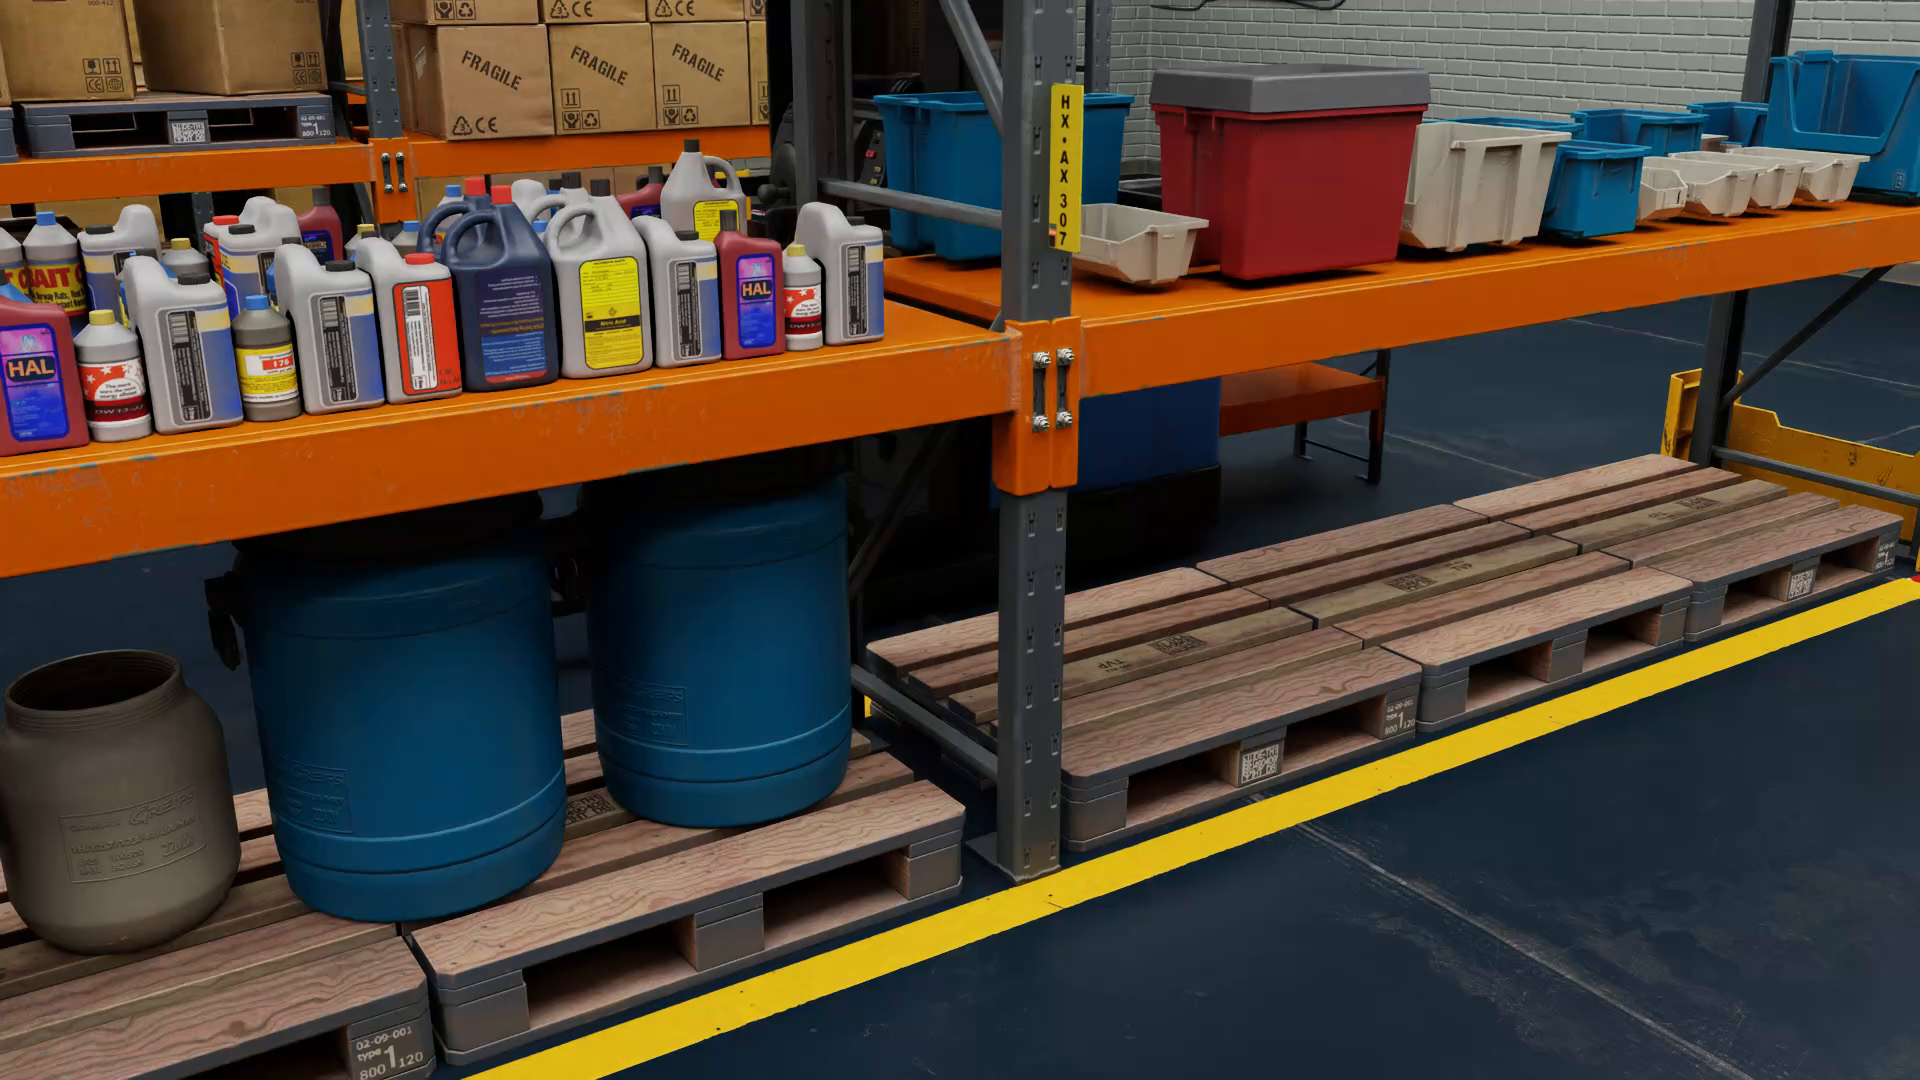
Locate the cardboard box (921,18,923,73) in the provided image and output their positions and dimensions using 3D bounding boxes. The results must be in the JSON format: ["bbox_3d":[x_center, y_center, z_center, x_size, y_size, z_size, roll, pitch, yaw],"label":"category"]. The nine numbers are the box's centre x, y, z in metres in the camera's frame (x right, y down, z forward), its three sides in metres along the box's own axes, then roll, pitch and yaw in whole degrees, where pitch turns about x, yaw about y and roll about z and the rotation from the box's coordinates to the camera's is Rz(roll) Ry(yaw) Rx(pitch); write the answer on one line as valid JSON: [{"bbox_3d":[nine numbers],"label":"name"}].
[{"bbox_3d":[-0.125,-2.594,9.077,0.500,0.500,0.500,-12,22,-31],"label":"cardboard box"}]

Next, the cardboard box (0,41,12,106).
[{"bbox_3d":[-4.252,-2.004,6.678,0.700,0.500,0.500,16,24,39],"label":"cardboard box"}]

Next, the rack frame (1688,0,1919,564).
[{"bbox_3d":[3.252,-1.465,5.894,0.127,3.000,1.000,-12,22,-31],"label":"rack frame"}]

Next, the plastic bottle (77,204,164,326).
[{"bbox_3d":[-1.652,-0.518,3.287,0.135,0.276,0.152,-12,22,-31],"label":"plastic bottle"}]

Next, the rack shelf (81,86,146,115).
[{"bbox_3d":[-7.208,-2.717,10.721,4.000,0.370,1.077,-12,22,-31],"label":"rack shelf"}]

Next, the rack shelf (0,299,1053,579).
[{"bbox_3d":[-1.759,-0.067,2.883,4.000,0.370,1.077,-12,22,-31],"label":"rack shelf"}]

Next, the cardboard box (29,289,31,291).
[{"bbox_3d":[-4.209,-0.907,7.460,0.500,0.500,0.500,-12,22,-31],"label":"cardboard box"}]

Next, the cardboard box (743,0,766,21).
[{"bbox_3d":[-0.971,-2.887,8.384,0.500,0.500,0.500,-11,22,-30],"label":"cardboard box"}]

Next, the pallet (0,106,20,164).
[{"bbox_3d":[-4.529,-1.634,6.694,1.213,0.211,1.003,-12,22,-31],"label":"pallet"}]

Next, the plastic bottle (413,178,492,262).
[{"bbox_3d":[-0.910,-0.493,3.098,0.185,0.351,0.144,-12,22,-31],"label":"plastic bottle"}]

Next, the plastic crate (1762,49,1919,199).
[{"bbox_3d":[3.075,-1.401,5.556,0.499,0.435,0.616,-12,22,-31],"label":"plastic crate"}]

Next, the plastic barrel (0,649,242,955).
[{"bbox_3d":[-1.665,0.511,3.279,0.421,0.512,0.421,0,19,0],"label":"plastic barrel"}]

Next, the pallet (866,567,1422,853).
[{"bbox_3d":[0.504,0.421,4.670,1.213,0.211,1.003,-12,22,-31],"label":"pallet"}]

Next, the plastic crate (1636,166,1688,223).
[{"bbox_3d":[1.964,-1.016,4.885,0.250,0.136,0.298,-12,22,-31],"label":"plastic crate"}]

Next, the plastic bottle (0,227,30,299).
[{"bbox_3d":[-1.845,-0.485,3.198,0.097,0.271,0.097,0,19,0],"label":"plastic bottle"}]

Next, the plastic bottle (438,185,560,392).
[{"bbox_3d":[-0.831,-0.455,2.984,0.185,0.351,0.144,-12,22,-31],"label":"plastic bottle"}]

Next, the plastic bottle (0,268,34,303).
[{"bbox_3d":[-1.500,-0.291,2.622,0.097,0.271,0.097,0,19,0],"label":"plastic bottle"}]

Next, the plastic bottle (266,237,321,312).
[{"bbox_3d":[-1.163,-0.397,2.935,0.097,0.271,0.097,0,19,0],"label":"plastic bottle"}]

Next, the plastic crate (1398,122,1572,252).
[{"bbox_3d":[1.288,-0.952,4.469,0.530,0.282,0.437,-12,22,-31],"label":"plastic crate"}]

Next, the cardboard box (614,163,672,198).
[{"bbox_3d":[-2.727,-2.979,13.621,0.500,0.500,0.700,-12,22,-31],"label":"cardboard box"}]

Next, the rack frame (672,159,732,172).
[{"bbox_3d":[-2.197,-4.115,13.732,0.127,3.000,1.000,-12,22,-31],"label":"rack frame"}]

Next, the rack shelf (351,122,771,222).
[{"bbox_3d":[-1.140,-2.097,8.888,4.000,0.370,1.077,-12,22,-31],"label":"rack shelf"}]

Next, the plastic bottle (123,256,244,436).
[{"bbox_3d":[-1.273,-0.328,2.725,0.135,0.276,0.152,-12,22,-31],"label":"plastic bottle"}]

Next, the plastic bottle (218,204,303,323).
[{"bbox_3d":[-1.375,-0.518,3.287,0.135,0.276,0.152,-12,22,-31],"label":"plastic bottle"}]

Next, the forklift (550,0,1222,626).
[{"bbox_3d":[-0.556,-1.254,5.378,3.031,2.935,1.130,-12,22,-31],"label":"forklift"}]

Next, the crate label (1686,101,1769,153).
[{"bbox_3d":[2.864,-1.458,6.043,0.303,0.233,0.416,-12,22,-31],"label":"crate label"}]

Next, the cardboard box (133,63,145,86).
[{"bbox_3d":[-5.664,-3.165,11.285,0.250,0.149,0.380,-12,22,-31],"label":"cardboard box"}]

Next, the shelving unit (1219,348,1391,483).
[{"bbox_3d":[1.183,-0.758,6.732,1.048,1.125,0.538,-11,22,-30],"label":"shelving unit"}]

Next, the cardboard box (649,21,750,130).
[{"bbox_3d":[-1.390,-2.329,8.293,0.500,0.500,0.500,-12,22,-32],"label":"cardboard box"}]

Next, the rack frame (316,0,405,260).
[{"bbox_3d":[-2.810,-2.086,7.731,0.127,3.000,1.000,-12,22,-31],"label":"rack frame"}]

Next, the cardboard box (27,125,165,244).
[{"bbox_3d":[-6.009,-2.441,11.484,0.750,0.750,0.750,-12,22,-31],"label":"cardboard box"}]

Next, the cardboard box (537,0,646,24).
[{"bbox_3d":[-1.831,-2.706,7.847,0.500,0.500,0.500,-13,22,-33],"label":"cardboard box"}]

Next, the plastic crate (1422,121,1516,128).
[{"bbox_3d":[1.514,-1.174,5.201,0.300,0.233,0.416,-12,22,-31],"label":"plastic crate"}]

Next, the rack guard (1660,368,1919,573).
[{"bbox_3d":[3.265,-0.288,6.317,0.348,0.500,1.175,-12,22,-31],"label":"rack guard"}]

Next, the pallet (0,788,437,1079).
[{"bbox_3d":[-1.776,0.902,3.248,1.213,0.211,1.003,-12,22,-31],"label":"pallet"}]

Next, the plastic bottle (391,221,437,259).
[{"bbox_3d":[-1.184,-0.592,3.622,0.097,0.201,0.097,0,19,0],"label":"plastic bottle"}]

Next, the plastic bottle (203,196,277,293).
[{"bbox_3d":[-1.459,-0.559,3.408,0.135,0.276,0.152,-12,22,-31],"label":"plastic bottle"}]

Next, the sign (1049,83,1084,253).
[{"bbox_3d":[0.212,-0.744,3.329,0.005,0.325,0.100,-12,22,-31],"label":"sign"}]

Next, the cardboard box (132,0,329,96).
[{"bbox_3d":[-3.329,-2.308,7.578,0.700,0.500,0.500,14,23,35],"label":"cardboard box"}]

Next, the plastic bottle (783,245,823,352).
[{"bbox_3d":[-0.322,-0.482,3.298,0.097,0.201,0.097,0,19,0],"label":"plastic bottle"}]

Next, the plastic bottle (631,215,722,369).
[{"bbox_3d":[-0.546,-0.481,3.178,0.135,0.276,0.152,-12,22,-31],"label":"plastic bottle"}]

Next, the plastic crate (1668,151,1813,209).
[{"bbox_3d":[2.420,-1.129,5.219,0.243,0.136,0.396,-12,22,-31],"label":"plastic crate"}]

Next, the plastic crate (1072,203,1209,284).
[{"bbox_3d":[0.378,-0.707,3.972,0.243,0.136,0.396,-12,22,-31],"label":"plastic crate"}]

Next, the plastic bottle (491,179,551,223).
[{"bbox_3d":[-0.991,-0.657,3.699,0.135,0.276,0.152,-12,22,-31],"label":"plastic bottle"}]

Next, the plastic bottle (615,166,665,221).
[{"bbox_3d":[-0.741,-0.731,3.906,0.133,0.283,0.061,-12,22,-31],"label":"plastic bottle"}]

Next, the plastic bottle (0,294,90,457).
[{"bbox_3d":[-1.441,-0.278,2.567,0.133,0.283,0.061,-12,22,-31],"label":"plastic bottle"}]

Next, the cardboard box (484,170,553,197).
[{"bbox_3d":[-3.564,-2.803,13.098,0.500,0.500,0.700,-13,22,-33],"label":"cardboard box"}]

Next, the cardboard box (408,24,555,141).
[{"bbox_3d":[-2.235,-2.150,7.765,0.500,0.500,0.500,-11,22,-30],"label":"cardboard box"}]

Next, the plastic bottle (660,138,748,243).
[{"bbox_3d":[-0.595,-0.754,3.870,0.185,0.351,0.144,-12,22,-31],"label":"plastic bottle"}]

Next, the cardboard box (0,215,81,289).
[{"bbox_3d":[-4.183,-1.269,7.360,0.500,0.250,0.500,-12,22,-31],"label":"cardboard box"}]

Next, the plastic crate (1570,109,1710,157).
[{"bbox_3d":[2.315,-1.342,5.700,0.300,0.233,0.416,-12,22,-31],"label":"plastic crate"}]

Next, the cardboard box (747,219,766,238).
[{"bbox_3d":[-1.244,-1.444,9.043,0.637,0.503,0.797,-12,22,-31],"label":"cardboard box"}]

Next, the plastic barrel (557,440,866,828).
[{"bbox_3d":[-0.553,0.126,3.809,0.708,0.901,0.600,-12,22,-31],"label":"plastic barrel"}]

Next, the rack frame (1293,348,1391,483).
[{"bbox_3d":[1.617,-0.843,6.983,0.032,1.125,0.500,-11,22,-30],"label":"rack frame"}]

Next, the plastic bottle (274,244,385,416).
[{"bbox_3d":[-1.079,-0.369,2.845,0.135,0.276,0.152,-12,22,-31],"label":"plastic bottle"}]

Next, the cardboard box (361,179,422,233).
[{"bbox_3d":[-4.435,-2.617,12.549,0.500,0.500,0.700,-12,22,-32],"label":"cardboard box"}]

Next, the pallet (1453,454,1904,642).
[{"bbox_3d":[2.542,-0.009,5.942,1.213,0.211,1.003,-12,22,-31],"label":"pallet"}]

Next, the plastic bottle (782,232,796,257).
[{"bbox_3d":[-0.325,-0.540,3.470,0.097,0.201,0.097,0,19,0],"label":"plastic bottle"}]
